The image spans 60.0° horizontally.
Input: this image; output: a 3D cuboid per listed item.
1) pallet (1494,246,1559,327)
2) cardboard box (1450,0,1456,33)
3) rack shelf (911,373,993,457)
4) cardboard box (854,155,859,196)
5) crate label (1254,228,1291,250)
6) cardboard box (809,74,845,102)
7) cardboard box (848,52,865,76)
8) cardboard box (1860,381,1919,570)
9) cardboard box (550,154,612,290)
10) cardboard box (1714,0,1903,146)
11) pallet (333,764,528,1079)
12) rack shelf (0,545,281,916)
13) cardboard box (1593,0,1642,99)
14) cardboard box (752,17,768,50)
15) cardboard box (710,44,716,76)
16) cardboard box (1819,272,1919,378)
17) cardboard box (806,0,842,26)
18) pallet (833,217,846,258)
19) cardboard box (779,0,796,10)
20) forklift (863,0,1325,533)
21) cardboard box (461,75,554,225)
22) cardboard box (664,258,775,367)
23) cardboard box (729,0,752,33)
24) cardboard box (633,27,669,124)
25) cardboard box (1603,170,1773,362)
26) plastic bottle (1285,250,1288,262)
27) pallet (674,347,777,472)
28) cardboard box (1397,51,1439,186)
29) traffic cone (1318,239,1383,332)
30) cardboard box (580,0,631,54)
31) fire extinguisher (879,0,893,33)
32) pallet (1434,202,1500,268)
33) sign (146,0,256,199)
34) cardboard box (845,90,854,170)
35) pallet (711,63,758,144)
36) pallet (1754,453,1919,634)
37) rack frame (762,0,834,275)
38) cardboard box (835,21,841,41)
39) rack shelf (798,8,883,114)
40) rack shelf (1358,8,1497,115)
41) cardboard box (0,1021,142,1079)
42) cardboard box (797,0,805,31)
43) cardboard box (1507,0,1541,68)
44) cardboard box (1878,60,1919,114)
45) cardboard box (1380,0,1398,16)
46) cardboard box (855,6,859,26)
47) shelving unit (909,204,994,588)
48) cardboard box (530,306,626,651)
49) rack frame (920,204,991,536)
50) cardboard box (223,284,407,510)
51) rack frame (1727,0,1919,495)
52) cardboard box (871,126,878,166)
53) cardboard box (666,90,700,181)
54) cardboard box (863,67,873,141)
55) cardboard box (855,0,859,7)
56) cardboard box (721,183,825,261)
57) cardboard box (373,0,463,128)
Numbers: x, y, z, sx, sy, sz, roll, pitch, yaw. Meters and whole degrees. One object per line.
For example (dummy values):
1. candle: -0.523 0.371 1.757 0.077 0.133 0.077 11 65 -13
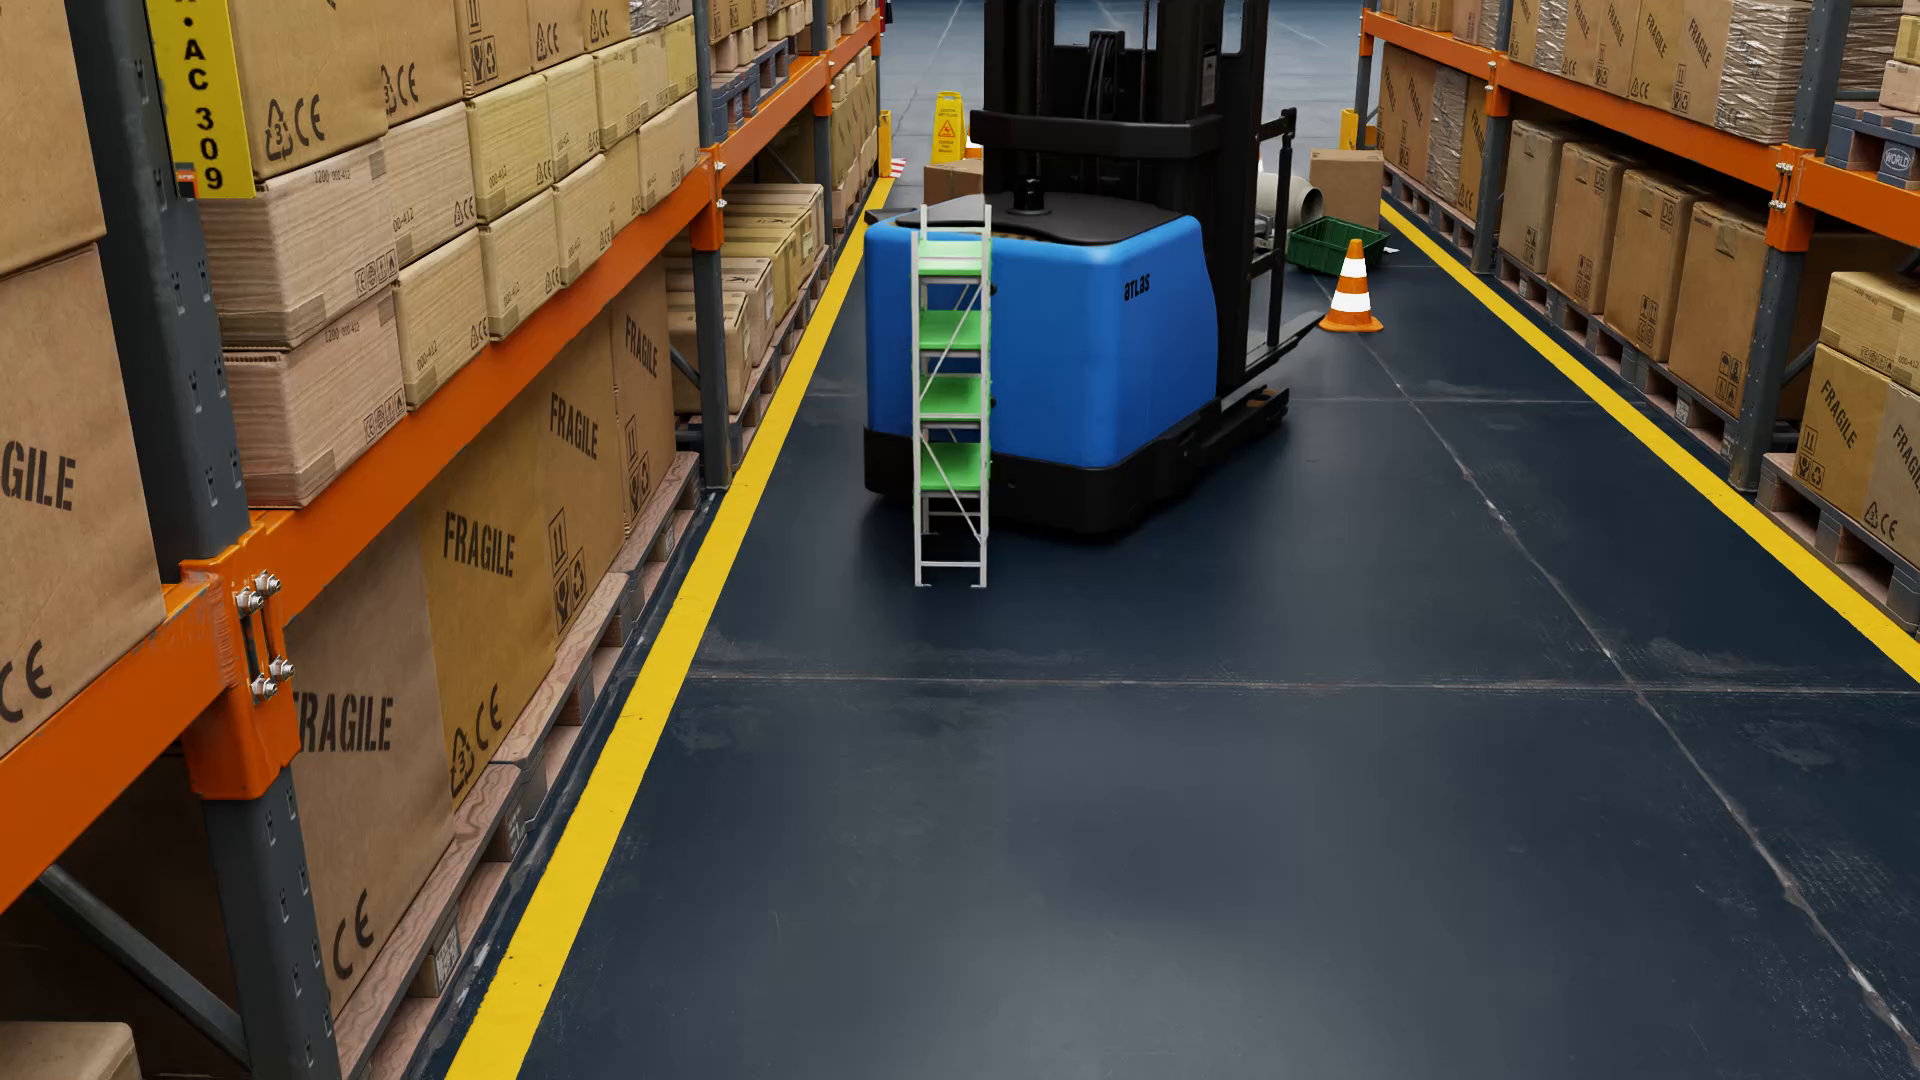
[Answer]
1. pallet: 3.717 -1.460 9.501 1.003 0.211 1.213 1 21 2
2. cardboard box: 3.793 -3.637 11.048 0.875 0.550 0.550 1 21 2
3. rack shelf: -0.023 -0.430 5.654 0.258 0.148 0.480 1 21 2
4. cardboard box: -0.979 -2.567 11.720 0.500 0.250 0.500 0 21 1
5. crate label: 2.084 -1.965 10.904 0.298 0.136 0.250 -16 26 -35
6. cardboard box: -0.934 -2.879 10.589 0.380 0.149 0.250 1 21 2
7. cardboard box: -0.892 -3.458 12.082 0.380 0.149 0.250 2 21 4
8. cardboard box: 3.255 -0.190 5.246 0.500 0.500 0.500 1 21 2
9. cardboard box: -1.181 -0.805 4.164 0.500 0.250 0.500 0 21 1
10. cardboard box: 3.289 -1.806 6.400 0.500 0.500 0.500 1 21 2
11. pallet: -1.581 0.855 3.535 1.003 0.211 1.213 1 21 2
12. rack shelf: -1.590 0.893 0.576 1.077 0.370 4.000 1 21 2
13. cardboard box: 3.332 -2.353 7.808 0.500 0.500 0.500 1 21 2
14. cardboard box: -1.114 -2.390 7.808 0.380 0.149 0.250 1 21 3
15. cardboard box: -1.169 -1.908 6.566 0.380 0.149 0.250 -1 21 -2
16. cardboard box: 3.281 -0.727 5.595 0.500 0.250 0.500 0 21 -1
17. cardboard box: -0.993 -3.399 10.094 0.500 0.500 0.500 1 21 1
18. pallet: -1.300 -2.001 10.895 1.003 0.211 1.213 1 21 2
19. cardboard box: -1.106 -2.904 8.236 0.500 0.500 0.500 1 21 3
20. forklift: 0.796 -1.879 6.820 1.130 2.935 3.031 11 24 27
21. cardboard box: -1.204 -0.856 3.604 0.500 0.250 0.500 1 21 2
22. cardboard box: -1.365 -1.054 7.650 0.950 0.372 0.625 0 21 1
23. cardboard box: -1.153 -2.342 6.787 0.500 0.500 0.500 2 21 4
24. cardboard box: -1.180 -1.412 5.037 0.500 0.250 0.500 0 21 0
25. cardboard box: 3.675 -1.276 7.701 1.050 0.750 0.750 1 21 2
26. plastic bottle: 2.165 -1.787 10.549 0.133 0.061 0.283 -11 24 -26
27. pallet: -1.382 -0.594 7.269 1.003 0.211 1.213 1 21 2
28. cardboard box: 3.808 -3.128 12.300 0.875 0.875 0.875 0 21 1
29. traffic cone: 2.115 -1.389 8.970 0.336 0.463 0.334 1 21 2
30. cardboard box: -1.190 -1.570 4.407 0.500 0.500 0.500 1 21 2
31. fire extinguisher: -0.700 -4.505 13.599 0.296 0.674 0.183 1 21 2
32. pallet: 3.767 -2.014 10.929 1.003 0.211 1.213 1 21 2
33. sign: -0.974 -0.601 2.124 0.100 0.325 0.005 1 21 2
34. cardboard box: -0.993 -2.726 11.091 0.500 0.500 0.500 1 21 4
35. pallet: -1.492 -1.781 6.738 1.213 0.211 1.003 1 21 2
36. pallet: 3.519 -0.011 5.767 1.003 0.211 1.213 1 21 2
37. rack frame: -1.285 -3.058 9.764 1.000 3.000 0.127 1 21 2
38. cardboard box: -0.979 -3.329 10.809 0.380 0.149 0.250 1 21 3
39. rack shelf: -1.225 -3.446 11.758 1.077 0.370 4.000 1 21 2
40. rack shelf: 3.726 -3.428 11.712 1.077 0.370 4.000 1 21 2
41. cardboard box: -1.655 1.059 2.115 0.875 0.438 0.875 0 21 1
42. cardboard box: -1.023 -2.759 8.760 0.380 0.149 0.250 0 21 1
43. cardboard box: 3.380 -2.900 9.217 0.500 0.500 0.500 1 21 2
44. cardboard box: 3.328 -1.513 5.549 0.380 0.149 0.250 0 21 1
45. cardboard box: 3.821 -4.422 13.071 0.875 0.550 0.550 1 21 2
46. cardboard box: -0.930 -3.787 11.988 0.380 0.149 0.250 0 21 1
47. shelving unit: -0.023 -0.489 5.631 0.258 1.200 0.503 1 21 2
48. cardboard box: -1.542 -0.246 4.873 0.875 0.875 0.875 1 21 2
49. rack frame: -0.014 -0.577 5.858 0.240 1.200 0.015 1 21 2
50. cardboard box: -1.251 -0.252 2.739 0.500 0.250 0.500 0 21 0
51. rack frame: 3.544 -1.594 5.990 1.000 3.000 0.127 1 21 2
52. cardboard box: -0.920 -3.114 13.129 0.500 0.250 0.500 1 21 1
53. cardboard box: -1.163 -1.356 5.585 0.500 0.250 0.500 0 21 0
54. cardboard box: -0.940 -3.287 12.537 0.500 0.500 0.500 1 21 4
55. cardboard box: -0.978 -3.946 11.501 0.500 0.500 0.500 1 21 2
56. cardboard box: -1.299 -1.839 9.674 0.950 0.372 0.625 1 21 2
57. cardboard box: -1.240 -1.019 2.987 0.500 0.500 0.500 1 21 1
